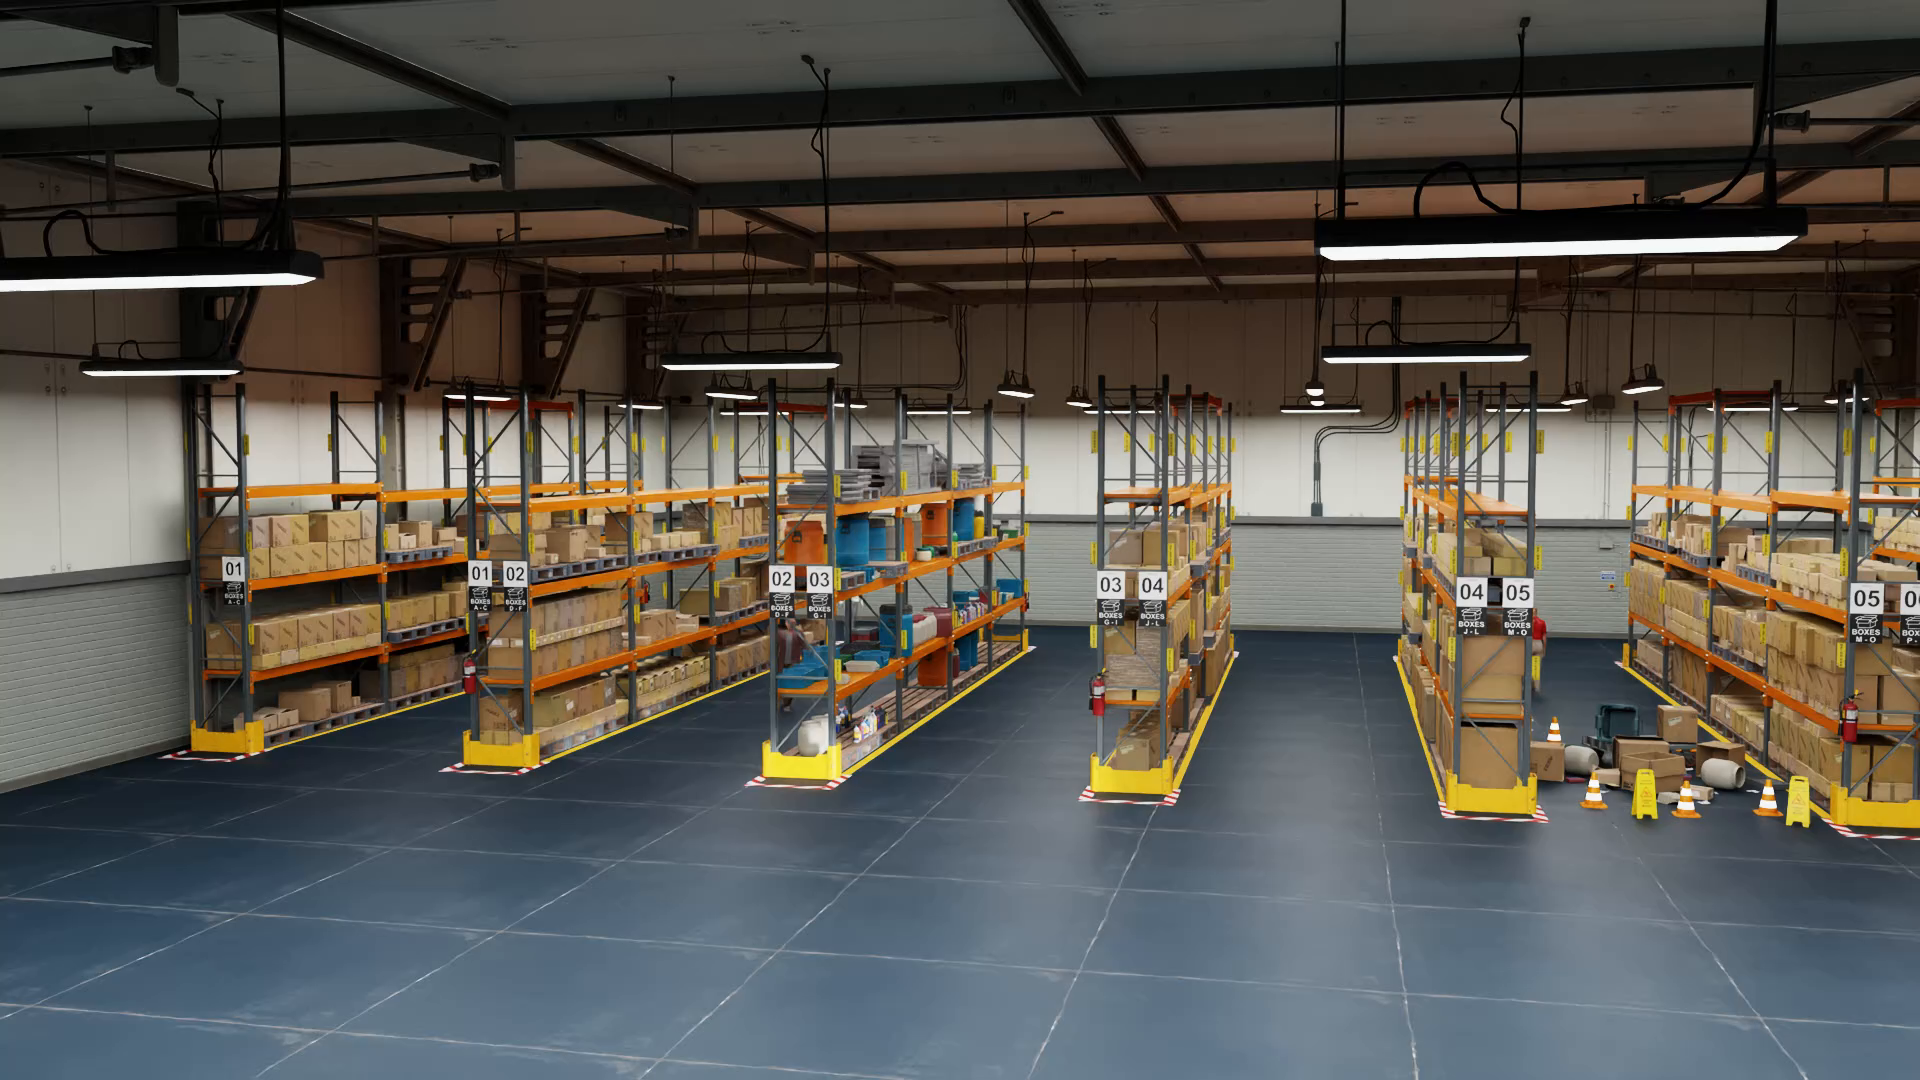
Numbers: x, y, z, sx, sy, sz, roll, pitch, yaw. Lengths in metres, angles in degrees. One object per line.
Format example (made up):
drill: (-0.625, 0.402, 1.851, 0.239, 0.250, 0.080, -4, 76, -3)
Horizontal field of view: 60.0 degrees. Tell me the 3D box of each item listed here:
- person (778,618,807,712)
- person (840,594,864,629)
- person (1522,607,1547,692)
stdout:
person: (-3.221, 2.355, 31.513, 0.682, 1.821, 0.751, 0, 3, 2)
person: (-2.838, 1.635, 43.621, 0.595, 1.785, 0.904, -1, 3, -20)
person: (11.604, 2.225, 33.698, 0.567, 1.758, 0.434, 0, 3, -8)
